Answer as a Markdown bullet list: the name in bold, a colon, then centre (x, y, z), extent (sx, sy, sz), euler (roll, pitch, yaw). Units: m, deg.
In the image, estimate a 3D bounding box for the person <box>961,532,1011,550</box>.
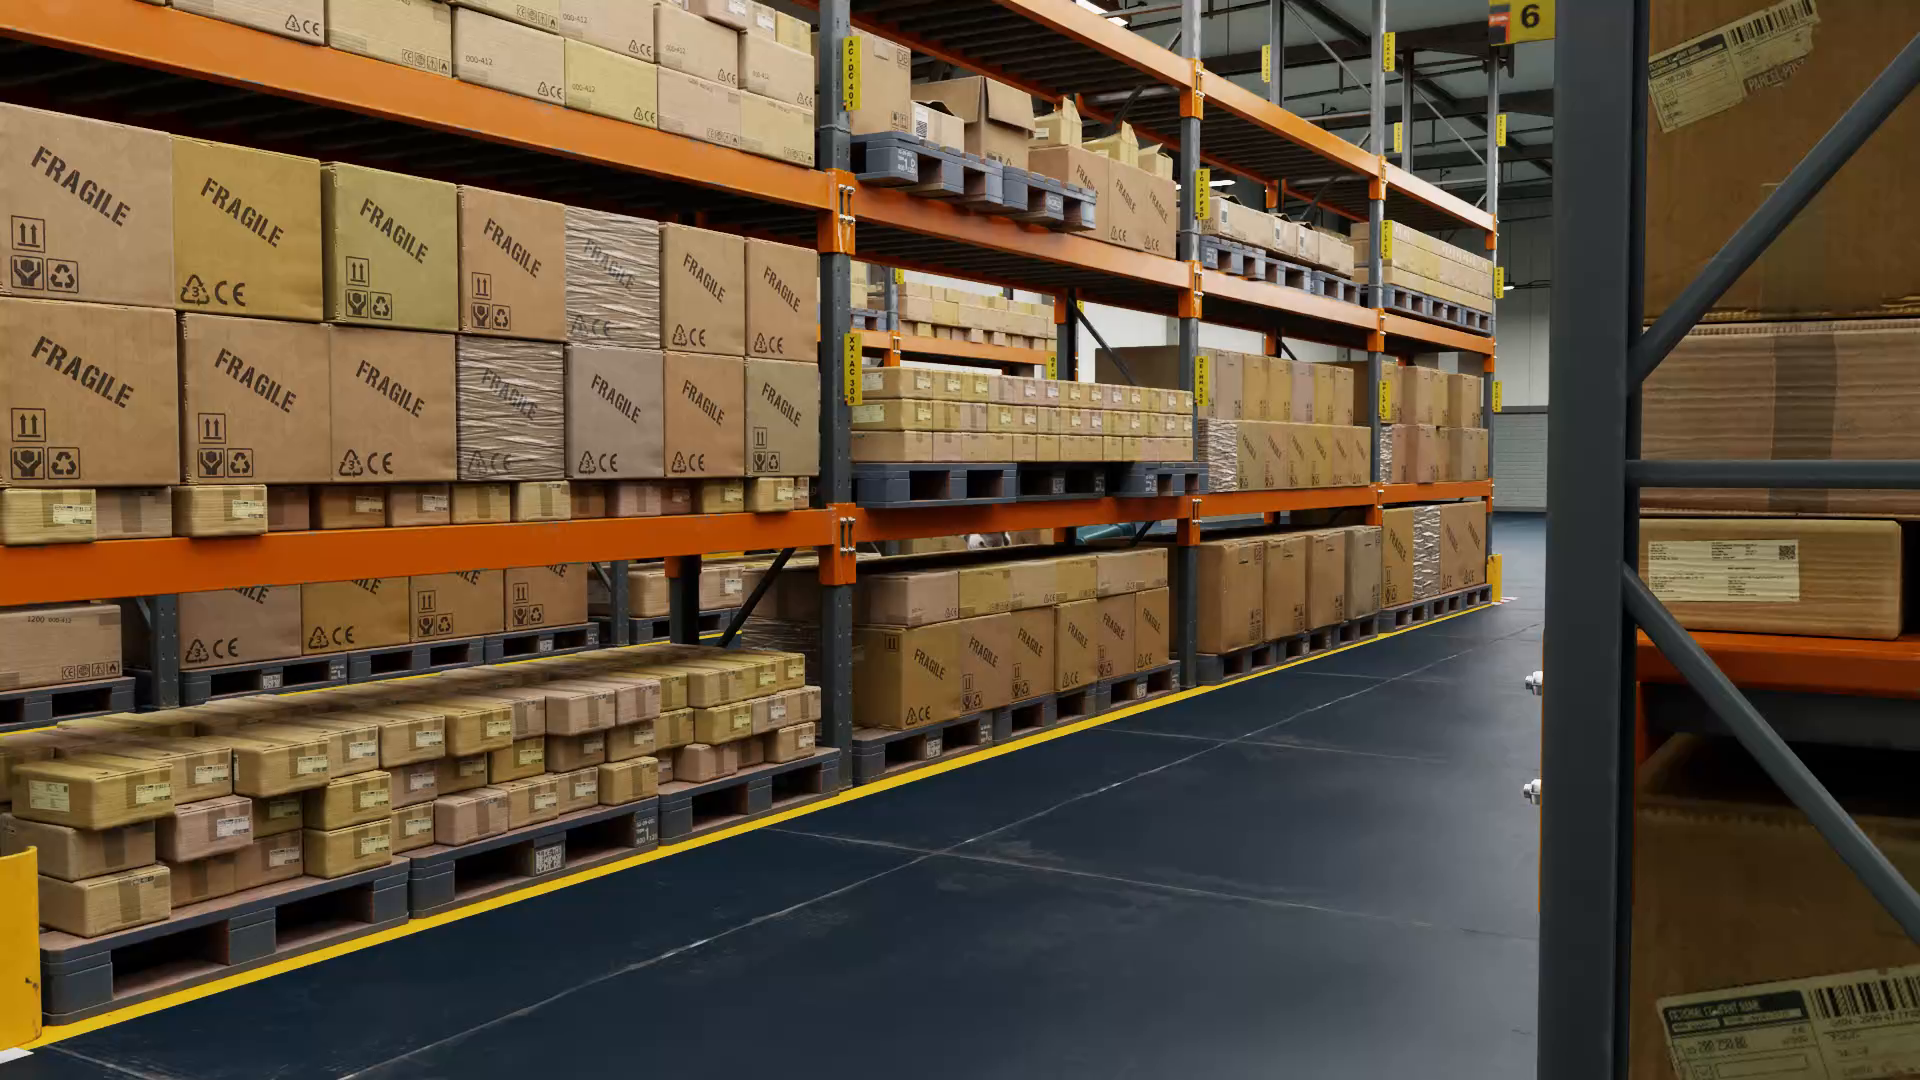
- **person**: centre (0.232, -0.016, 13.506), extent (0.454, 1.779, 0.620), euler (2, 3, 30)
